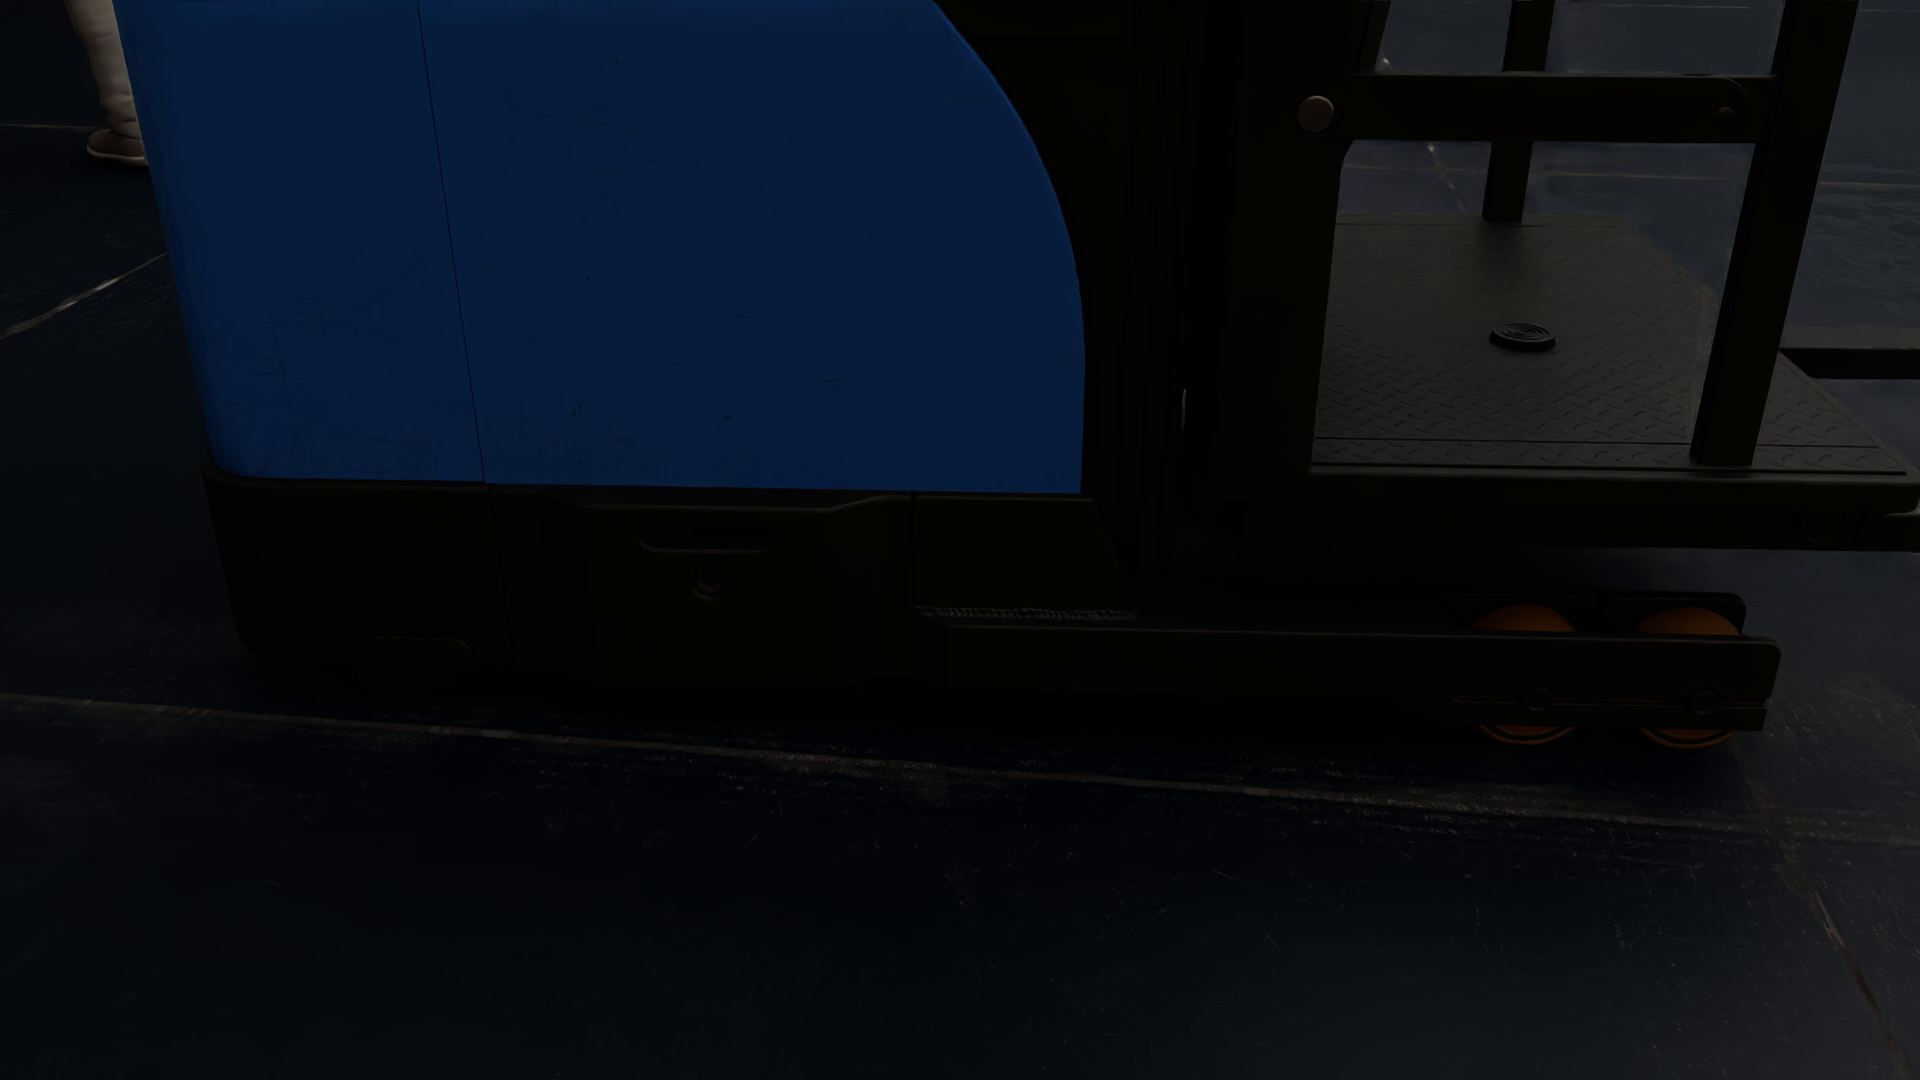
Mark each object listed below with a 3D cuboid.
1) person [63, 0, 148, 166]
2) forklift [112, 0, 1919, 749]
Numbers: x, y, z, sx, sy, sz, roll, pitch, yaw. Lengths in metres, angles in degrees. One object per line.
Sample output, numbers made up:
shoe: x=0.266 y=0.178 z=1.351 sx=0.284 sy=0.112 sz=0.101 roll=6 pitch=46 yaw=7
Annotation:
person: x=-2.172 y=-1.859 z=4.268 sx=0.592 sy=1.746 sz=0.442 roll=-23 pitch=34 yaw=-38
forklift: x=0.612 y=-1.304 z=1.831 sx=3.031 sy=2.935 sz=1.130 roll=1 pitch=27 yaw=2
